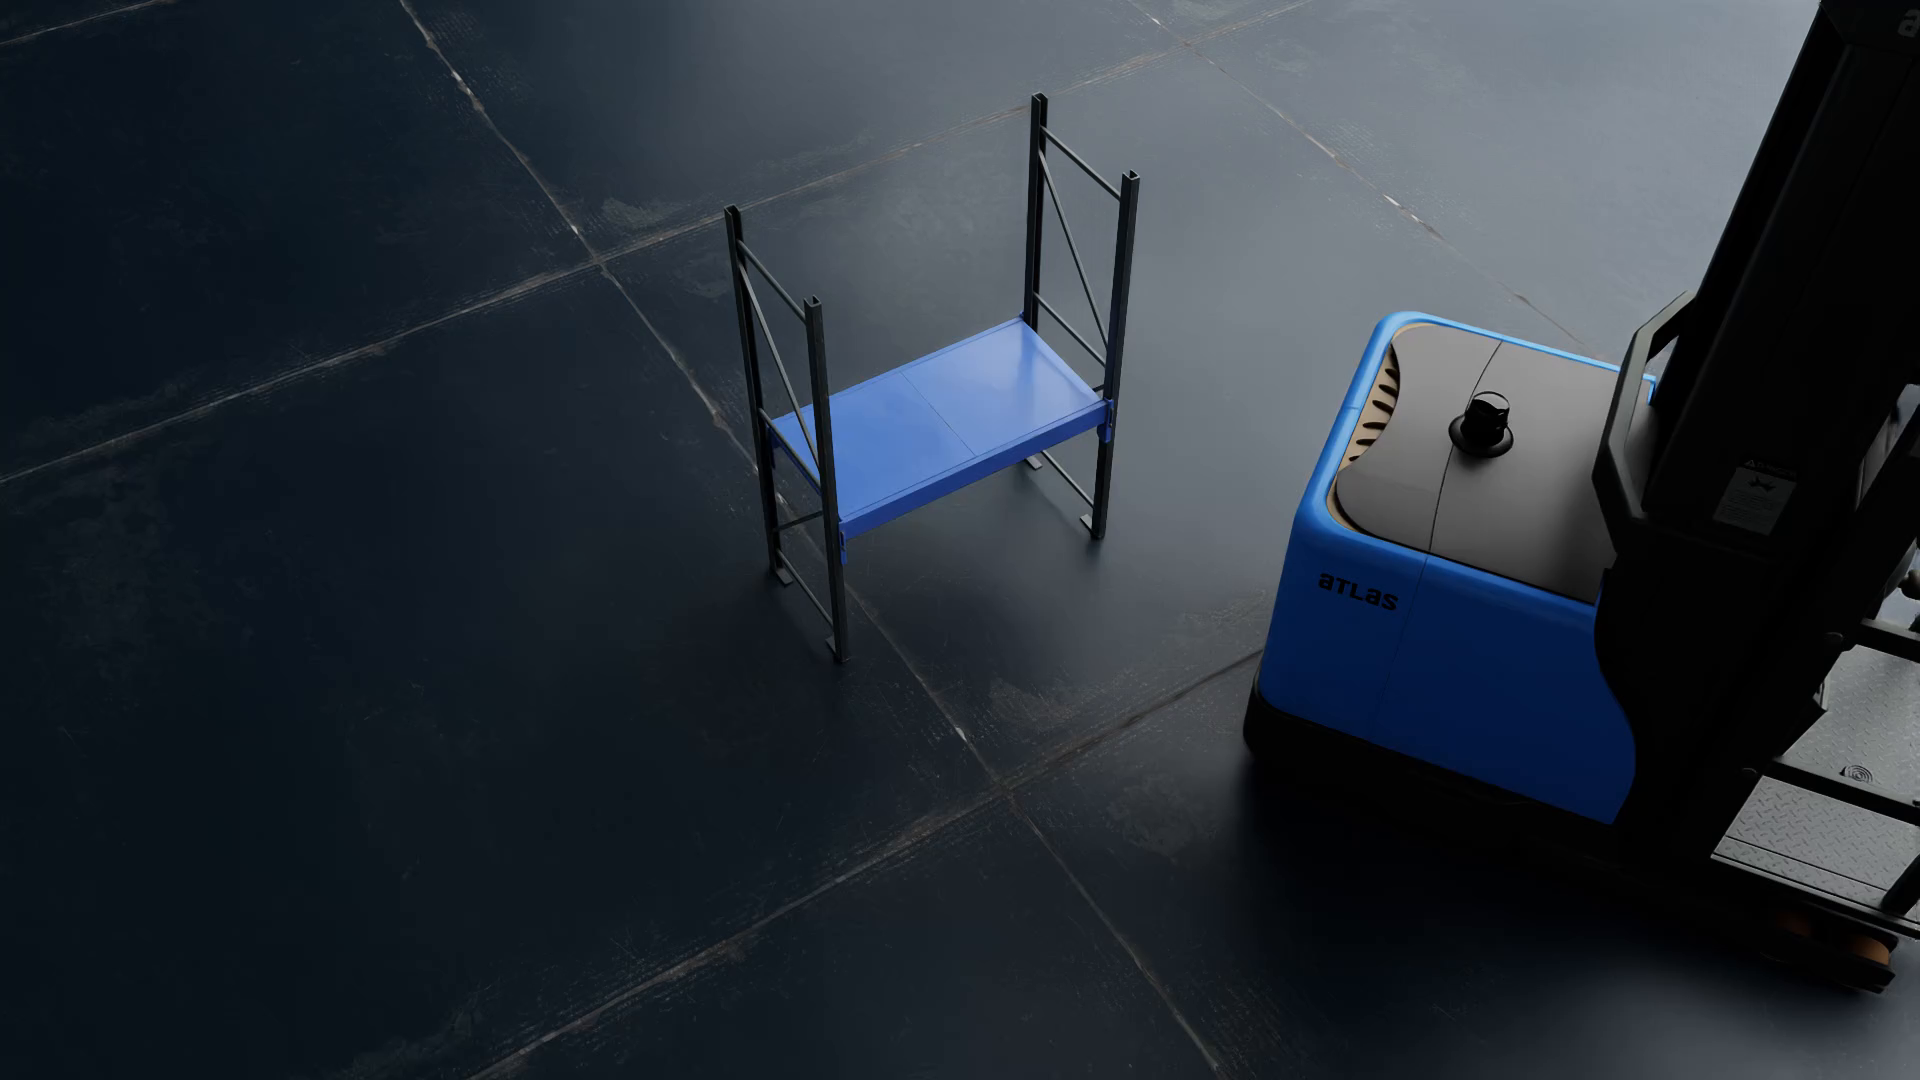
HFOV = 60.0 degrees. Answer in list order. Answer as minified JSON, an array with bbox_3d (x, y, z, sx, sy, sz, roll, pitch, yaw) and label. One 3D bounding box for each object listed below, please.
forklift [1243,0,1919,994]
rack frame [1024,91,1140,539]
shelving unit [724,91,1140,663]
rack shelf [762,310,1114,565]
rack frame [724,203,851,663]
[{"bbox_3d":[2.434,-0.182,3.949,3.031,2.935,1.130,19,51,16],"label":"forklift"},{"bbox_3d":[0.358,-0.667,5.340,0.032,1.500,0.500,-25,53,-21],"label":"rack frame"},{"bbox_3d":[-0.072,-0.465,5.160,1.048,1.500,0.538,-25,53,-21],"label":"shelving unit"},{"bbox_3d":[-0.072,-0.345,5.294,1.000,0.185,0.538,-25,53,-21],"label":"rack shelf"},{"bbox_3d":[-0.502,-0.262,4.979,0.032,1.500,0.500,-25,53,-21],"label":"rack frame"}]
